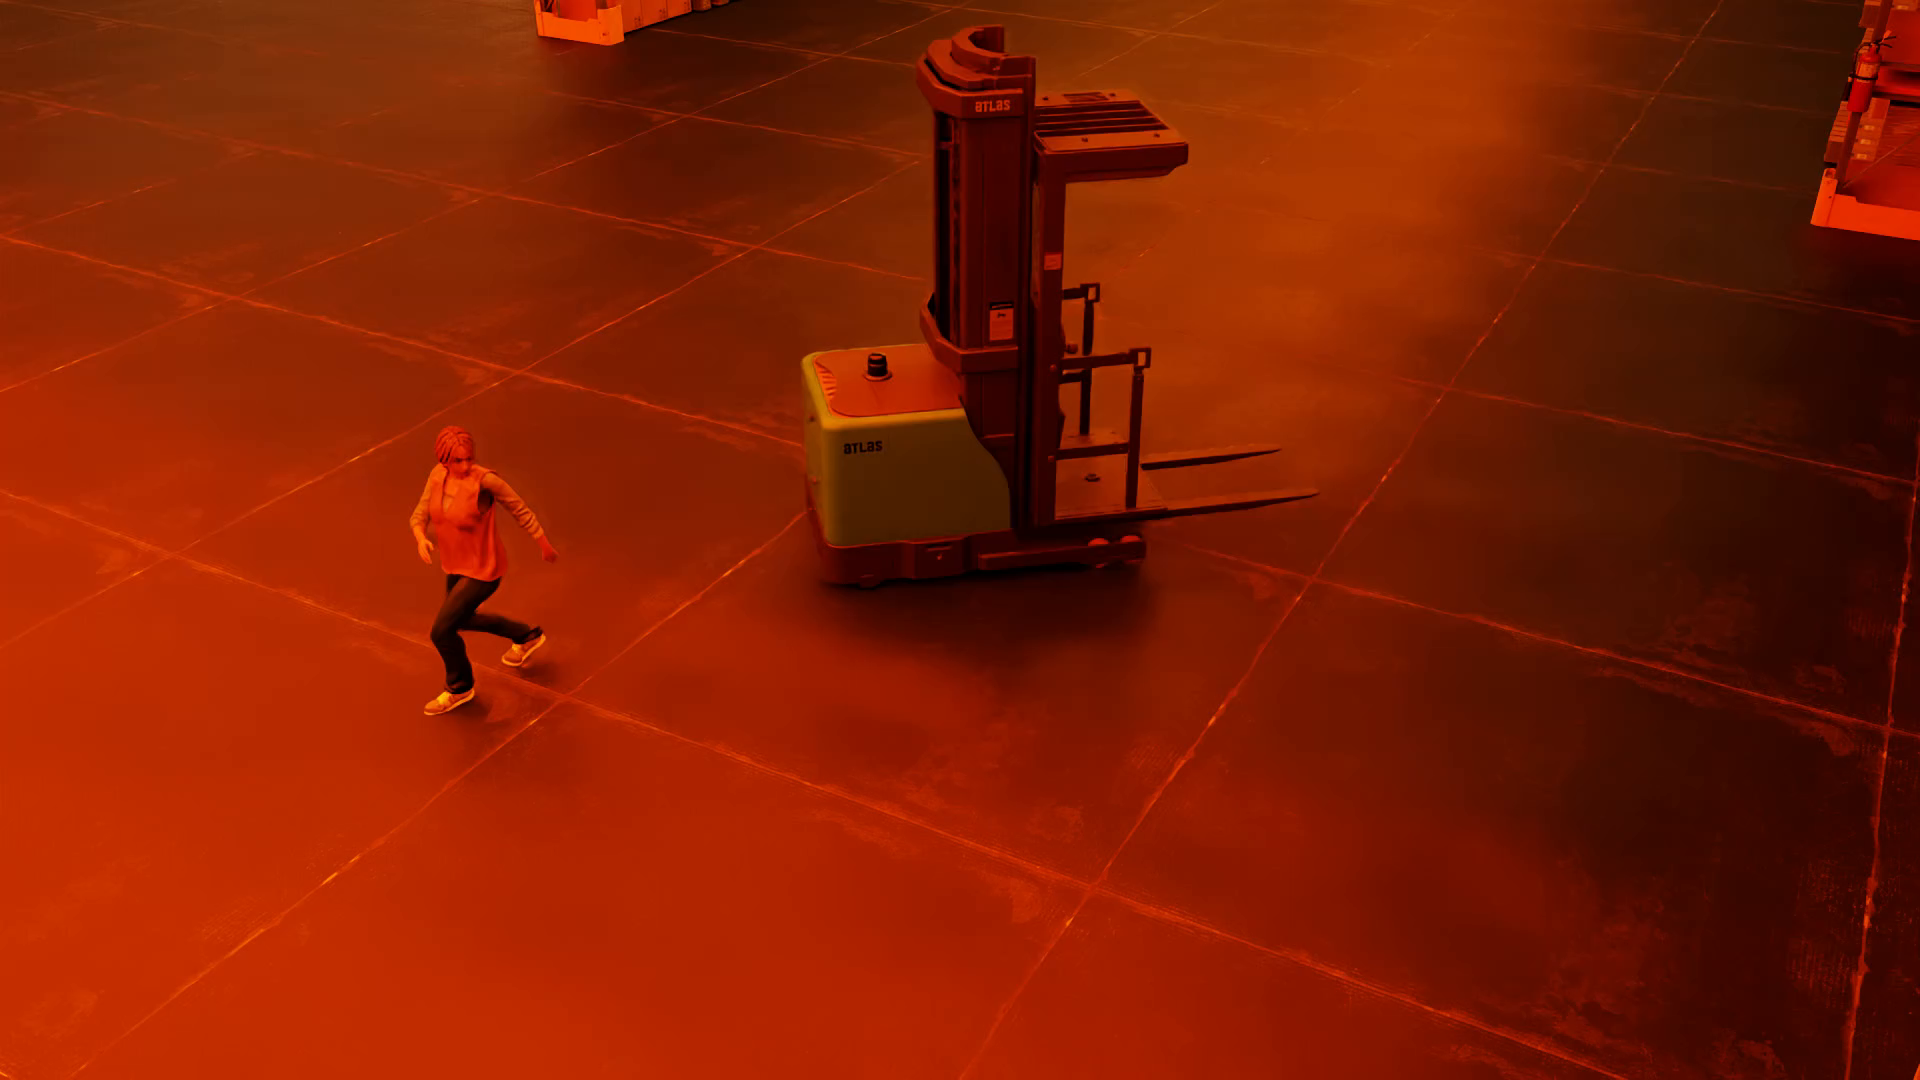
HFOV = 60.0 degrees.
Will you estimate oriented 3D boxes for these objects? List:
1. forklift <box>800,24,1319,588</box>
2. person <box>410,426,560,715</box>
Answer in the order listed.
[{"bbox_3d":[0.623,-1.362,9.430,3.031,2.935,1.130,-6,31,-10],"label":"forklift"},{"bbox_3d":[-2.424,0.128,8.298,0.451,1.516,0.758,26,39,38],"label":"person"}]
